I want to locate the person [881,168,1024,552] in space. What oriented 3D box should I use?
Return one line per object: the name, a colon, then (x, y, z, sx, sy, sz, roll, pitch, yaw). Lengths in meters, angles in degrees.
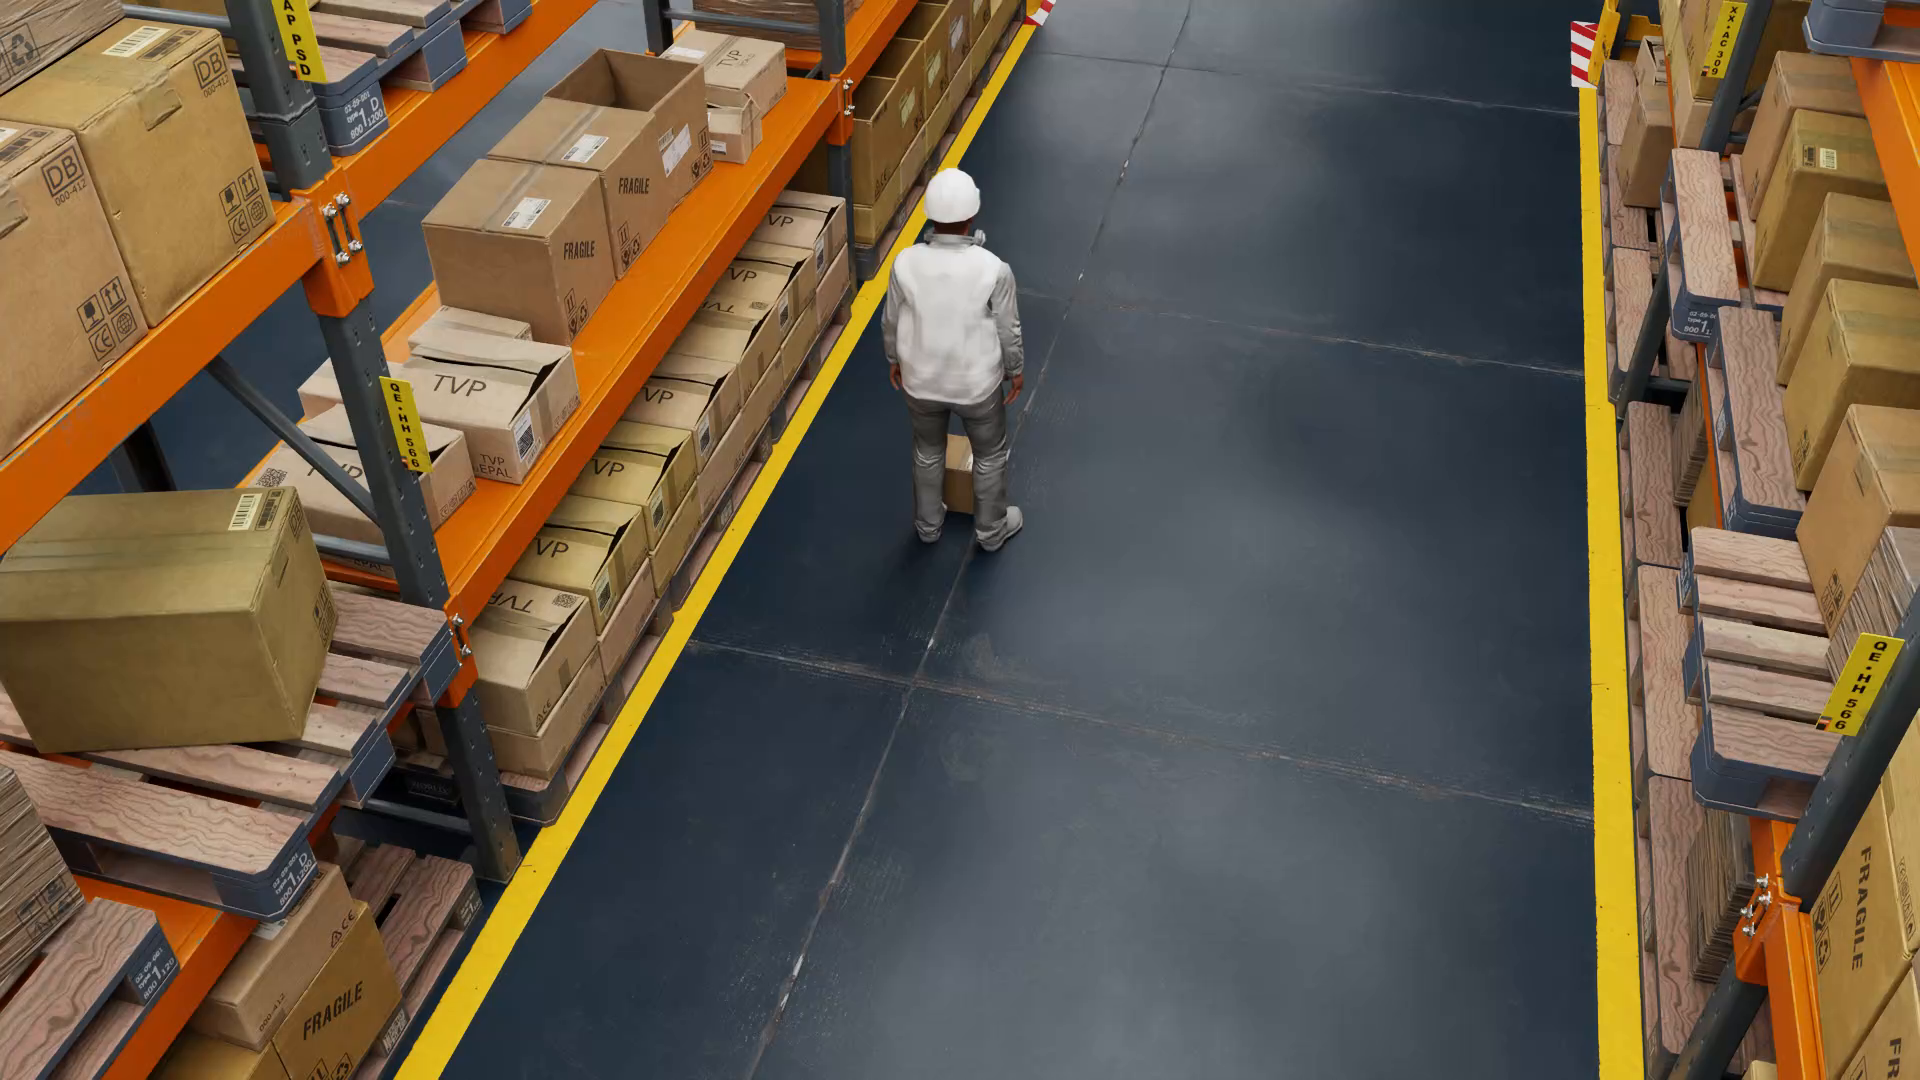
person: (-0.025, -0.711, 6.961, 0.593, 1.773, 0.458, 8, 41, 10)
